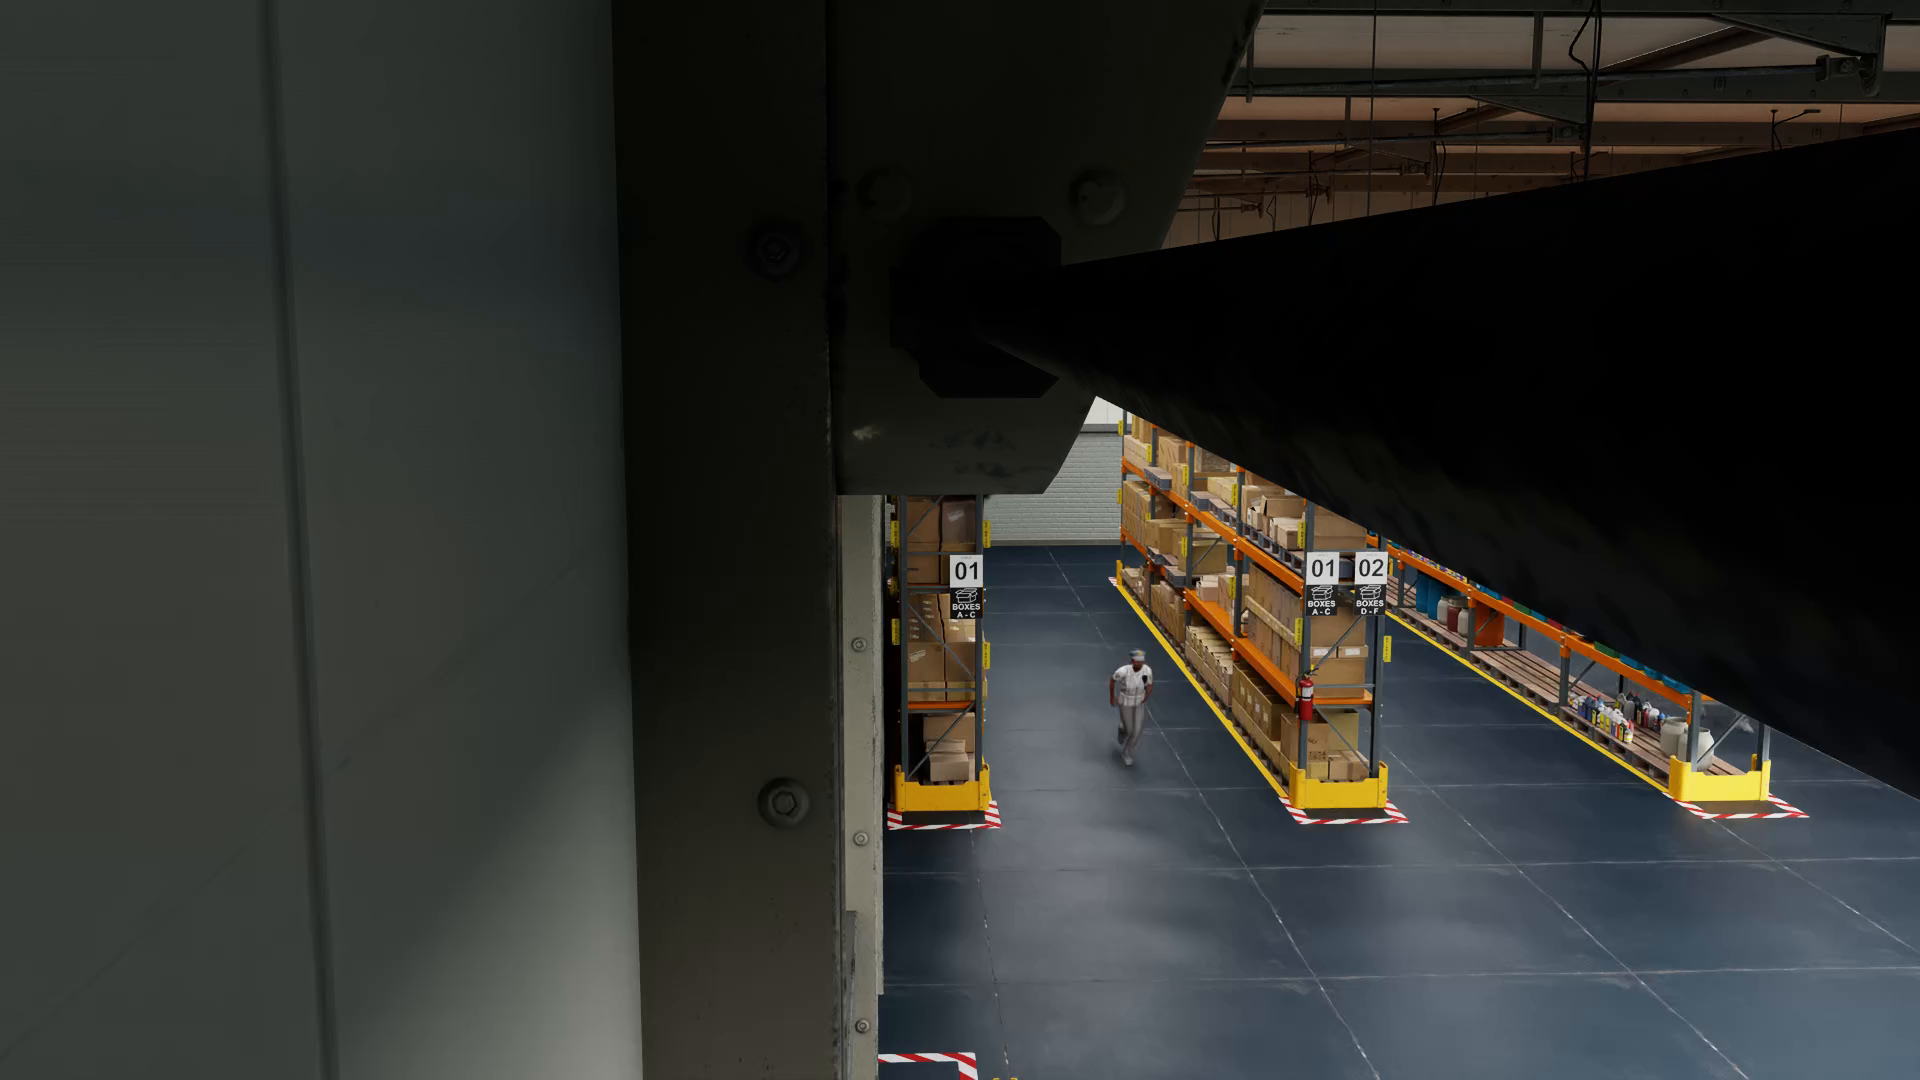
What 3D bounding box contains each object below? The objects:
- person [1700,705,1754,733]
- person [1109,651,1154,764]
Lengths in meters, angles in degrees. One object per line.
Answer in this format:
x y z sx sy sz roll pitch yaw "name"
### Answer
11.333 1.918 24.524 0.744 1.711 1.058 -5 10 -31 "person"
2.332 2.242 22.593 0.563 1.614 0.700 -2 9 -15 "person"
